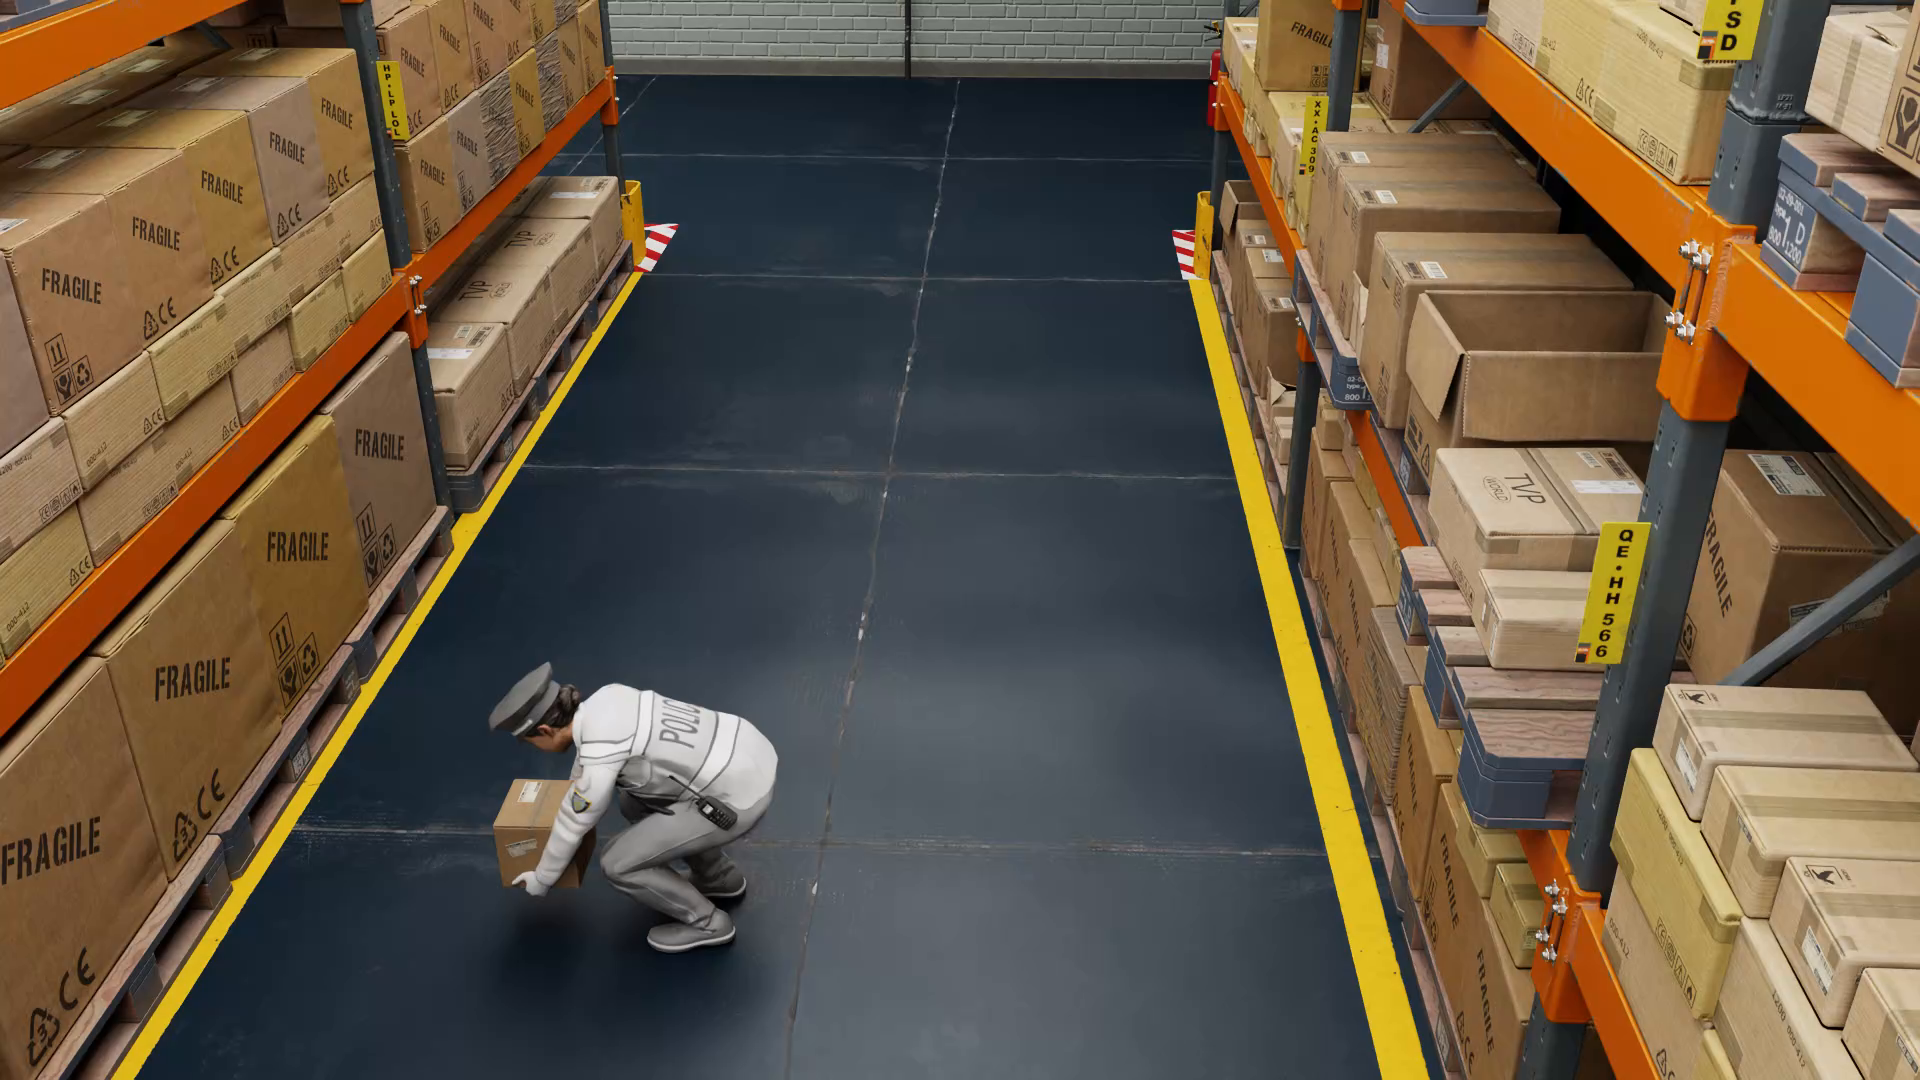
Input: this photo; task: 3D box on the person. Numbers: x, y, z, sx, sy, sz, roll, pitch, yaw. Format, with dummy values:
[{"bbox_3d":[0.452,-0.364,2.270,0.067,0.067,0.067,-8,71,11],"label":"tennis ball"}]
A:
[{"bbox_3d":[-1.018,0.823,5.318,0.868,0.982,0.458,0,28,0],"label":"person"}]
